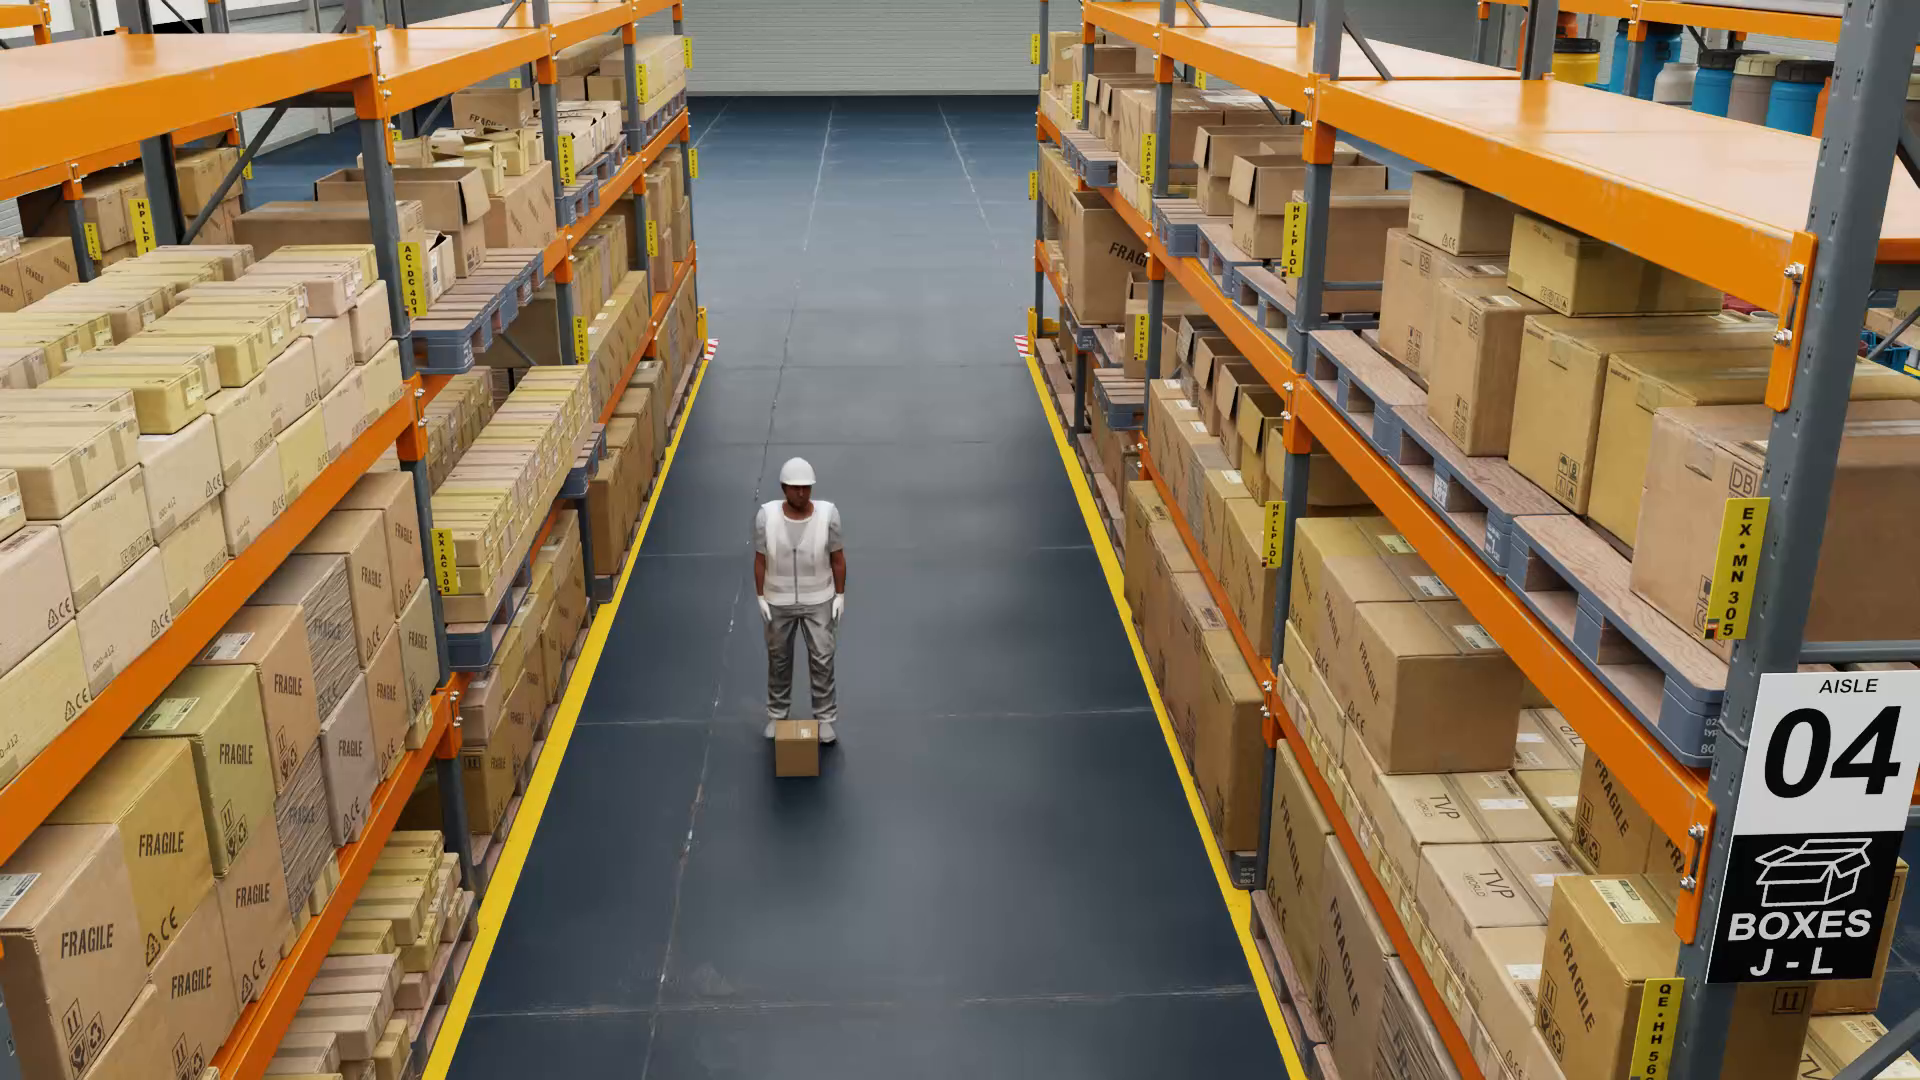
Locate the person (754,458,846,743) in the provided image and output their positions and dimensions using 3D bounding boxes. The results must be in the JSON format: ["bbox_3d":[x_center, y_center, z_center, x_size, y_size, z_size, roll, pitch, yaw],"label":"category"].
[{"bbox_3d":[-0.962,0.375,10.070,0.548,1.806,0.398,-1,20,-2],"label":"person"}]
